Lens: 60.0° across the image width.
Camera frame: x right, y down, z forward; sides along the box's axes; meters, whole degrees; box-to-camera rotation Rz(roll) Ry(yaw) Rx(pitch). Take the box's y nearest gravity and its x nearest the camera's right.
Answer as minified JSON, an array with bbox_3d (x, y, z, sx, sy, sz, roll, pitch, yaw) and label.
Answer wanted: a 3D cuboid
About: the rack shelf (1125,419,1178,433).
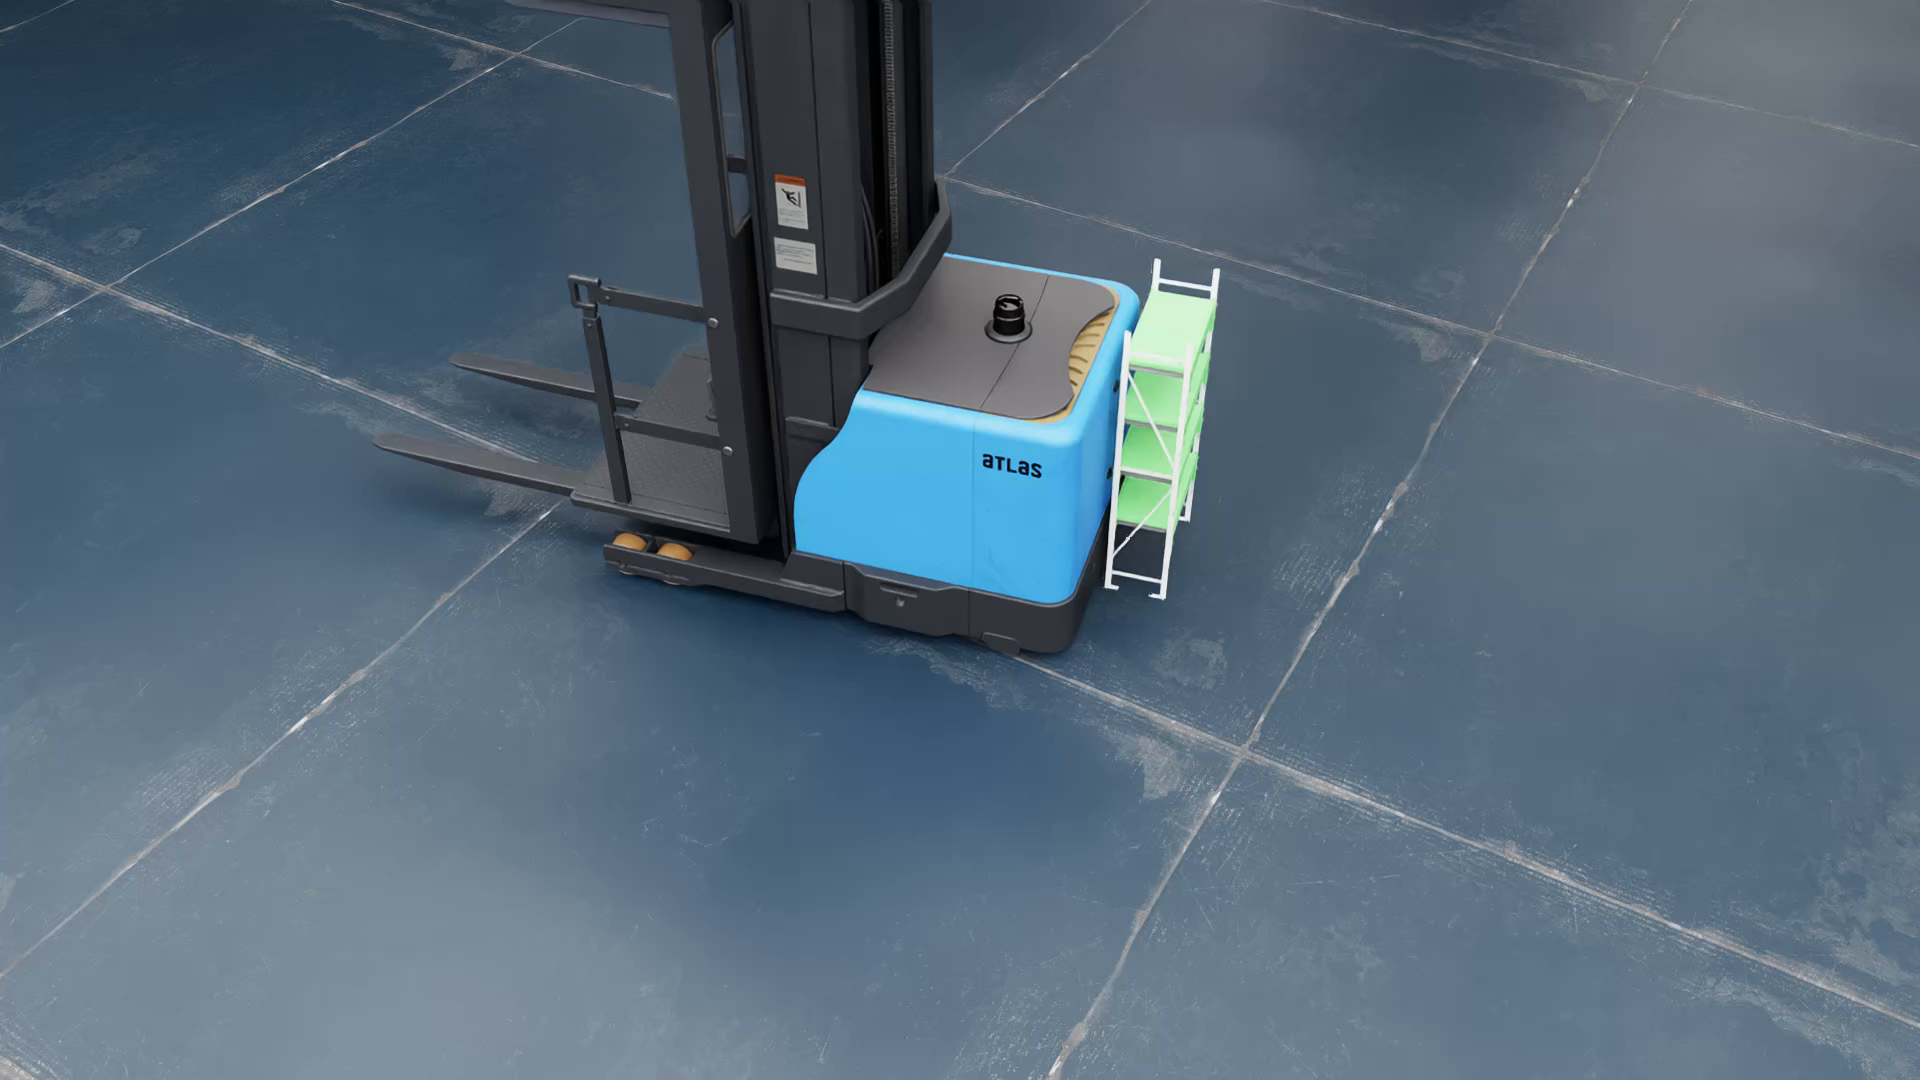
[{"bbox_3d":[0.758,-0.553,6.160,0.199,0.029,0.442,12,43,13],"label":"rack shelf"}]

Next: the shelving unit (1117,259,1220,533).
[{"bbox_3d":[0.760,-0.403,6.299,0.258,1.200,0.492,12,43,13],"label":"shelving unit"}]

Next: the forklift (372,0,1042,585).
[{"bbox_3d":[-0.889,-1.245,5.945,3.031,2.935,1.121,12,43,13],"label":"forklift"}]

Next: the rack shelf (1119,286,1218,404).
[{"bbox_3d":[0.758,-0.711,6.020,0.258,0.148,0.480,12,43,13],"label":"rack shelf"}]

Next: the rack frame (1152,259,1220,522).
[{"bbox_3d":[0.830,-0.553,6.470,0.240,1.200,0.015,12,43,13],"label":"rack frame"}]

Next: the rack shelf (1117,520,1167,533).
[{"bbox_3d":[0.758,-0.192,6.477,0.199,0.029,0.442,12,43,13],"label":"rack shelf"}]
